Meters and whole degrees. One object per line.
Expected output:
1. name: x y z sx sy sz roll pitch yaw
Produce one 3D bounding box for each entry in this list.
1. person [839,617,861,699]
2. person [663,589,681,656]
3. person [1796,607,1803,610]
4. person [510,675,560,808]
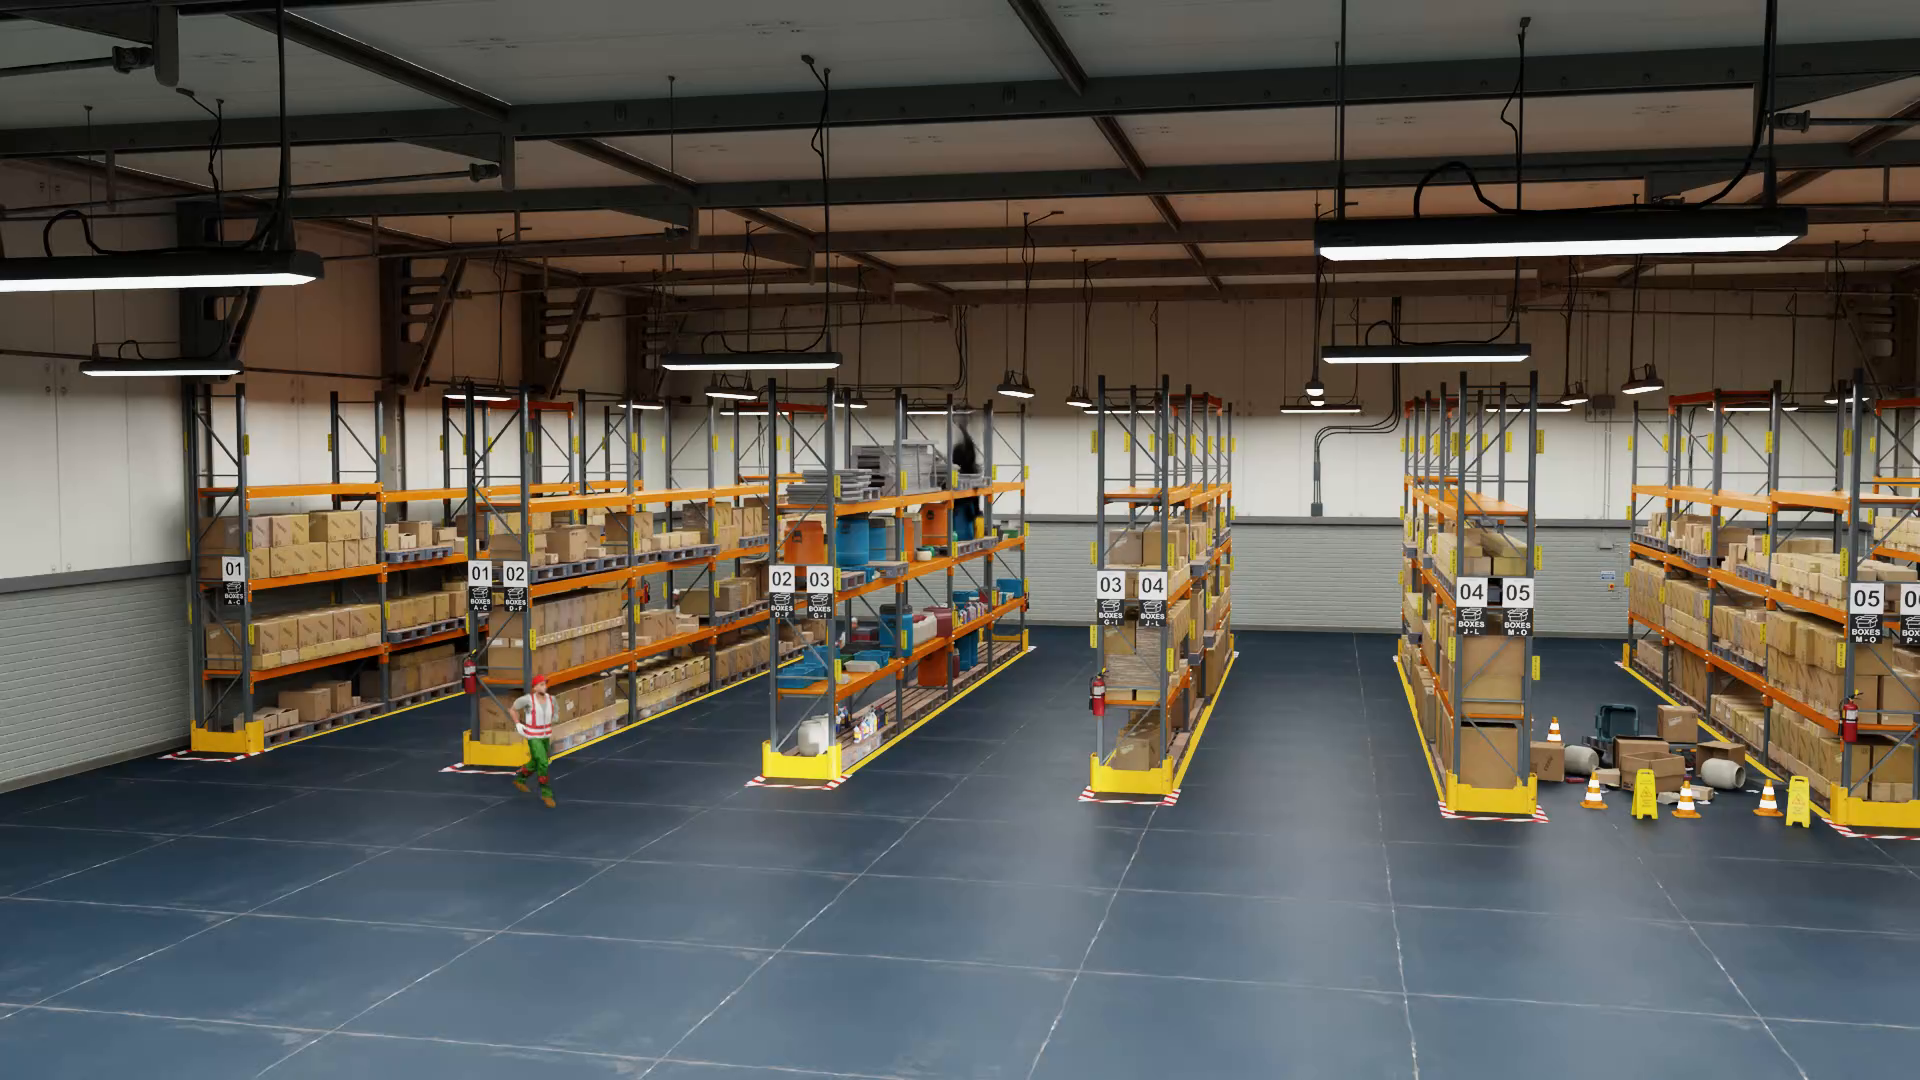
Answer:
1. person: -2.098 2.330 32.379 0.584 1.640 0.642 0 3 5
2. person: -6.283 2.003 36.896 0.703 1.832 0.850 0 3 9
3. person: 16.968 2.195 33.688 0.599 1.821 0.831 0 3 5
4. person: -5.920 2.798 23.276 0.981 1.850 0.624 2 4 36
